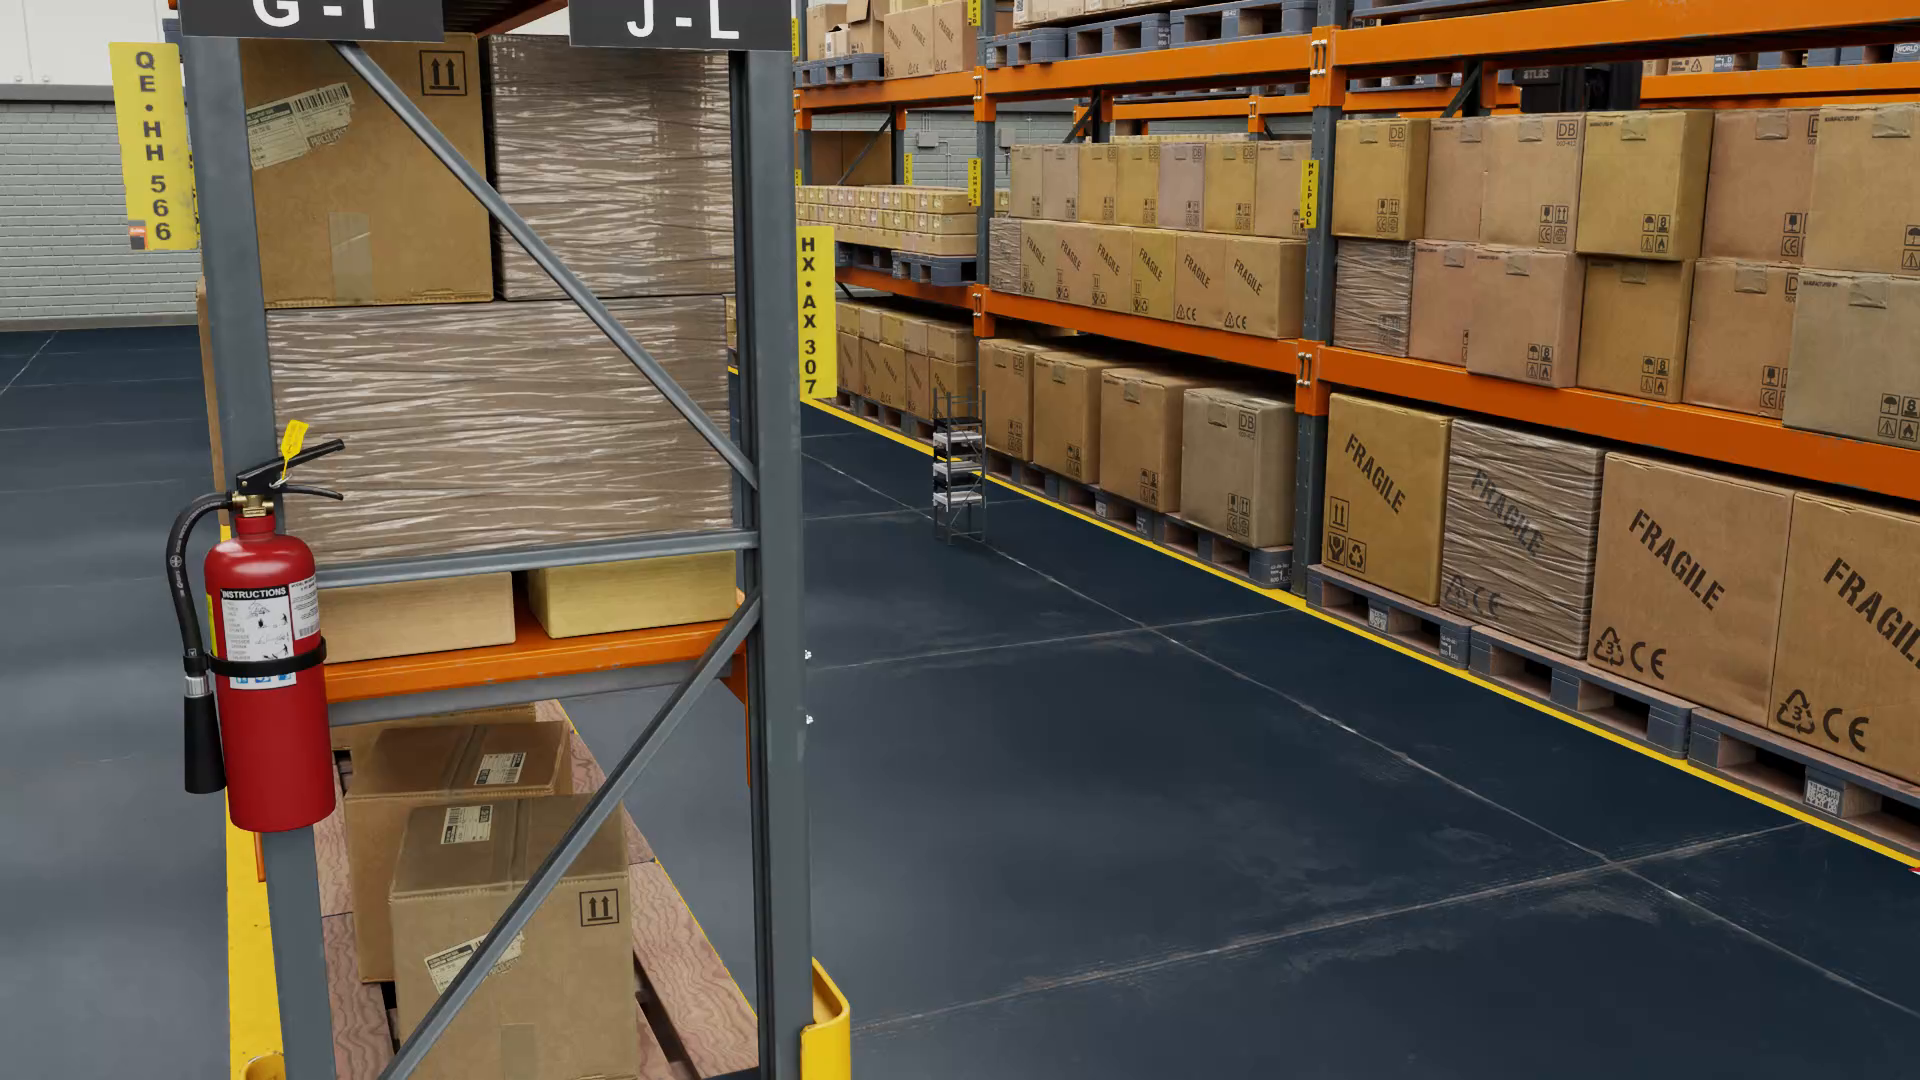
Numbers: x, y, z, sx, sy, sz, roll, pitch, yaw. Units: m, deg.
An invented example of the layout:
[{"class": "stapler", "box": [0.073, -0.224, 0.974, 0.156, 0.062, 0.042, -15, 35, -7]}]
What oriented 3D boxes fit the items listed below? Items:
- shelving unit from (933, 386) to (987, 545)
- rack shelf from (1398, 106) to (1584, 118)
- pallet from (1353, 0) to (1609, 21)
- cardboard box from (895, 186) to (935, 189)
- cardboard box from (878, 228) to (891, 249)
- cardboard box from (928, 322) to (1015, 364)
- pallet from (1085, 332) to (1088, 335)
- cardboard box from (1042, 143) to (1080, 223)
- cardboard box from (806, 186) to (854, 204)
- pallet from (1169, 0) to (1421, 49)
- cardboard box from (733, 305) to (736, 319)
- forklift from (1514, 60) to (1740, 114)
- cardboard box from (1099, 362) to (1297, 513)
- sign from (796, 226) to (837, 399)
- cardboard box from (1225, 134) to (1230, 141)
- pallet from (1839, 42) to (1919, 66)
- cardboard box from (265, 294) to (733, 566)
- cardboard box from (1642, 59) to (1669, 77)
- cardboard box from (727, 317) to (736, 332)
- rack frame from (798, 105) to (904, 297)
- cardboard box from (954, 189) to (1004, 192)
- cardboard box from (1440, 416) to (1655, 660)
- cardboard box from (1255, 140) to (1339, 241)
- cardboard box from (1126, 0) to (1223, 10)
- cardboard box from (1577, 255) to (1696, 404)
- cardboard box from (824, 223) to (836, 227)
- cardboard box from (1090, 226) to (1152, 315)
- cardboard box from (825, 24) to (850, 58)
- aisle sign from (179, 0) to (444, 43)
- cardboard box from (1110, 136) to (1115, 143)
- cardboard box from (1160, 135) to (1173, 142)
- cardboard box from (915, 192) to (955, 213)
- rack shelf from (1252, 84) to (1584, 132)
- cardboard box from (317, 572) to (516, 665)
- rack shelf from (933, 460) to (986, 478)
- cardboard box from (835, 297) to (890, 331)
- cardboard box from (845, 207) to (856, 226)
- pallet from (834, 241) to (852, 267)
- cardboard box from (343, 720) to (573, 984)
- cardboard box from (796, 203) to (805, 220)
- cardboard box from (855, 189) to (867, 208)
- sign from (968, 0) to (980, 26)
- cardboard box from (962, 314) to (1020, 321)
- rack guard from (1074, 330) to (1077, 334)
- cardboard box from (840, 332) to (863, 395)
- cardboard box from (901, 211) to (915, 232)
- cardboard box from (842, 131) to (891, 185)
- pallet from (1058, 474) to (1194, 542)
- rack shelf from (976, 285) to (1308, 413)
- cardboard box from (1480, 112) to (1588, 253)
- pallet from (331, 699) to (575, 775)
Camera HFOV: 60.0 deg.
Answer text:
[{"class": "shelving unit", "box": [-0.003, -0.440, 9.776, 0.258, 0.900, 0.210, -6, 14, -23]}, {"class": "rack shelf", "box": [7.237, -5.308, 21.094, 1.077, 0.370, 4.000, -6, 14, -23]}, {"class": "pallet", "box": [2.519, -2.462, 7.399, 1.003, 0.211, 1.213, -6, 14, -23]}, {"class": "cardboard box", "box": [-0.348, -3.010, 14.529, 0.380, 0.149, 0.250, -6, 14, -23]}, {"class": "cardboard box", "box": [-0.427, -2.395, 13.190, 0.380, 0.149, 0.250, -6, 14, -25]}, {"class": "cardboard box", "box": [0.085, -1.510, 12.690, 0.500, 0.250, 0.500, -6, 14, -24]}, {"class": "pallet", "box": [2.281, -2.644, 20.827, 1.003, 0.211, 1.213, -6, 14, -23]}, {"class": "cardboard box", "box": [0.973, -2.378, 11.053, 0.700, 0.500, 0.500, -6, 14, -24]}, {"class": "cardboard box", "box": [-1.150, -3.059, 14.739, 0.380, 0.149, 0.250, -5, 14, -21]}, {"class": "pallet", "box": [1.789, -2.767, 8.944, 0.805, 0.209, 1.217, -6, 14, -25]}, {"class": "cardboard box", "box": [-2.225, -2.448, 17.866, 0.380, 0.149, 0.250, -5, 14, -21]}, {"class": "forklift", "box": [4.378, -1.695, 10.695, 1.130, 2.935, 3.031, -10, 16, -37]}, {"class": "cardboard box", "box": [1.487, -0.642, 10.050, 1.050, 0.750, 0.750, -6, 14, -23]}, {"class": "sign", "box": [-0.285, -0.431, 3.160, 0.100, 0.325, 0.005, -6, 14, -23]}, {"class": "cardboard box", "box": [3.070, -4.286, 17.856, 0.380, 0.149, 0.250, -5, 14, -22]}, {"class": "pallet", "box": [6.546, -3.189, 10.759, 1.213, 0.211, 1.003, -6, 14, -23]}, {"class": "cardboard box", "box": [-0.977, -0.270, 3.502, 0.875, 0.500, 0.500, -6, 14, -23]}, {"class": "cardboard box", "box": [5.464, -3.821, 12.855, 0.700, 0.500, 0.500, -6, 14, -23]}, {"class": "cardboard box", "box": [-2.391, -2.355, 18.124, 0.380, 0.149, 0.250, -5, 14, -21]}, {"class": "rack frame", "box": [-1.004, -2.867, 15.603, 1.000, 3.000, 0.127, -6, 14, -23]}, {"class": "cardboard box", "box": [0.171, -2.742, 13.371, 0.380, 0.149, 0.250, -5, 14, -20]}, {"class": "cardboard box", "box": [2.753, -0.061, 7.262, 0.875, 0.875, 0.875, -6, 14, -23]}, {"class": "cardboard box", "box": [1.997, -1.852, 8.778, 0.700, 0.500, 0.500, -6, 14, -24]}, {"class": "cardboard box", "box": [1.297, -3.227, 9.554, 0.500, 0.311, 0.500, -6, 14, -25]}, {"class": "cardboard box", "box": [3.013, -0.877, 6.676, 0.875, 0.550, 0.500, -6, 14, -23]}, {"class": "cardboard box", "box": [-0.955, -2.665, 14.358, 0.380, 0.149, 0.250, -5, 14, -22]}, {"class": "cardboard box", "box": [1.137, -1.660, 10.166, 0.500, 0.500, 0.500, -6, 14, -24]}, {"class": "cardboard box", "box": [-0.843, -4.288, 14.360, 0.500, 0.311, 0.500, -6, 14, -24]}, {"class": "aisle sign", "box": [-1.032, -1.187, 2.580, 0.394, 0.787, 0.004, -6, 14, -23]}, {"class": "cardboard box", "box": [1.947, -4.803, 20.091, 0.380, 0.149, 0.250, -5, 14, -21]}, {"class": "cardboard box", "box": [2.510, -4.541, 18.958, 0.380, 0.149, 0.250, -6, 14, -23]}, {"class": "cardboard box", "box": [-0.116, -2.524, 12.430, 0.380, 0.149, 0.250, -6, 14, -24]}, {"class": "rack shelf", "box": [4.293, -4.032, 15.582, 1.077, 0.370, 4.000, -6, 14, -23]}, {"class": "cardboard box", "box": [-1.085, 0.122, 3.248, 0.380, 0.149, 0.250, -6, 14, -23]}, {"class": "rack shelf", "box": [-0.003, -0.408, 9.783, 0.258, 0.077, 0.200, -6, 14, -23]}, {"class": "cardboard box", "box": [-0.950, -2.042, 14.990, 0.500, 0.250, 0.500, -6, 14, -25]}, {"class": "cardboard box", "box": [-0.737, -2.700, 13.850, 0.380, 0.149, 0.250, -6, 14, -24]}, {"class": "pallet", "box": [-0.831, -2.602, 14.886, 1.003, 0.211, 1.213, -6, 14, -23]}, {"class": "cardboard box", "box": [-1.287, 0.802, 4.364, 0.500, 0.500, 0.500, -2, 13, -8]}, {"class": "cardboard box", "box": [-1.267, -2.971, 15.019, 0.380, 0.149, 0.250, -5, 14, -22]}, {"class": "cardboard box", "box": [-0.637, -2.793, 13.593, 0.380, 0.149, 0.250, -5, 14, -21]}, {"class": "sign", "box": [0.101, -3.705, 11.426, 0.100, 0.325, 0.005, -6, 14, -23]}, {"class": "cardboard box", "box": [0.341, -1.661, 13.345, 0.500, 0.250, 0.500, -6, 14, -24]}, {"class": "rack guard", "box": [1.880, -2.948, 21.499, 1.175, 0.500, 0.348, -6, 14, -23]}, {"class": "cardboard box", "box": [-0.737, -1.568, 14.603, 0.500, 0.500, 0.500, -5, 14, -20]}, {"class": "cardboard box", "box": [-0.233, -2.437, 12.714, 0.380, 0.149, 0.250, -5, 14, -22]}, {"class": "cardboard box", "box": [-0.961, -3.663, 15.943, 0.500, 0.500, 0.500, -5, 14, -22]}, {"class": "pallet", "box": [1.330, -0.260, 10.526, 1.003, 0.211, 1.213, -6, 14, -23]}, {"class": "rack shelf", "box": [1.400, -1.276, 10.328, 1.077, 0.370, 4.000, -6, 14, -23]}, {"class": "cardboard box", "box": [2.735, -1.506, 6.999, 0.875, 0.550, 0.550, -6, 14, -23]}, {"class": "pallet", "box": [-2.083, 0.707, 6.345, 1.003, 0.211, 1.213, -6, 14, -23]}]
